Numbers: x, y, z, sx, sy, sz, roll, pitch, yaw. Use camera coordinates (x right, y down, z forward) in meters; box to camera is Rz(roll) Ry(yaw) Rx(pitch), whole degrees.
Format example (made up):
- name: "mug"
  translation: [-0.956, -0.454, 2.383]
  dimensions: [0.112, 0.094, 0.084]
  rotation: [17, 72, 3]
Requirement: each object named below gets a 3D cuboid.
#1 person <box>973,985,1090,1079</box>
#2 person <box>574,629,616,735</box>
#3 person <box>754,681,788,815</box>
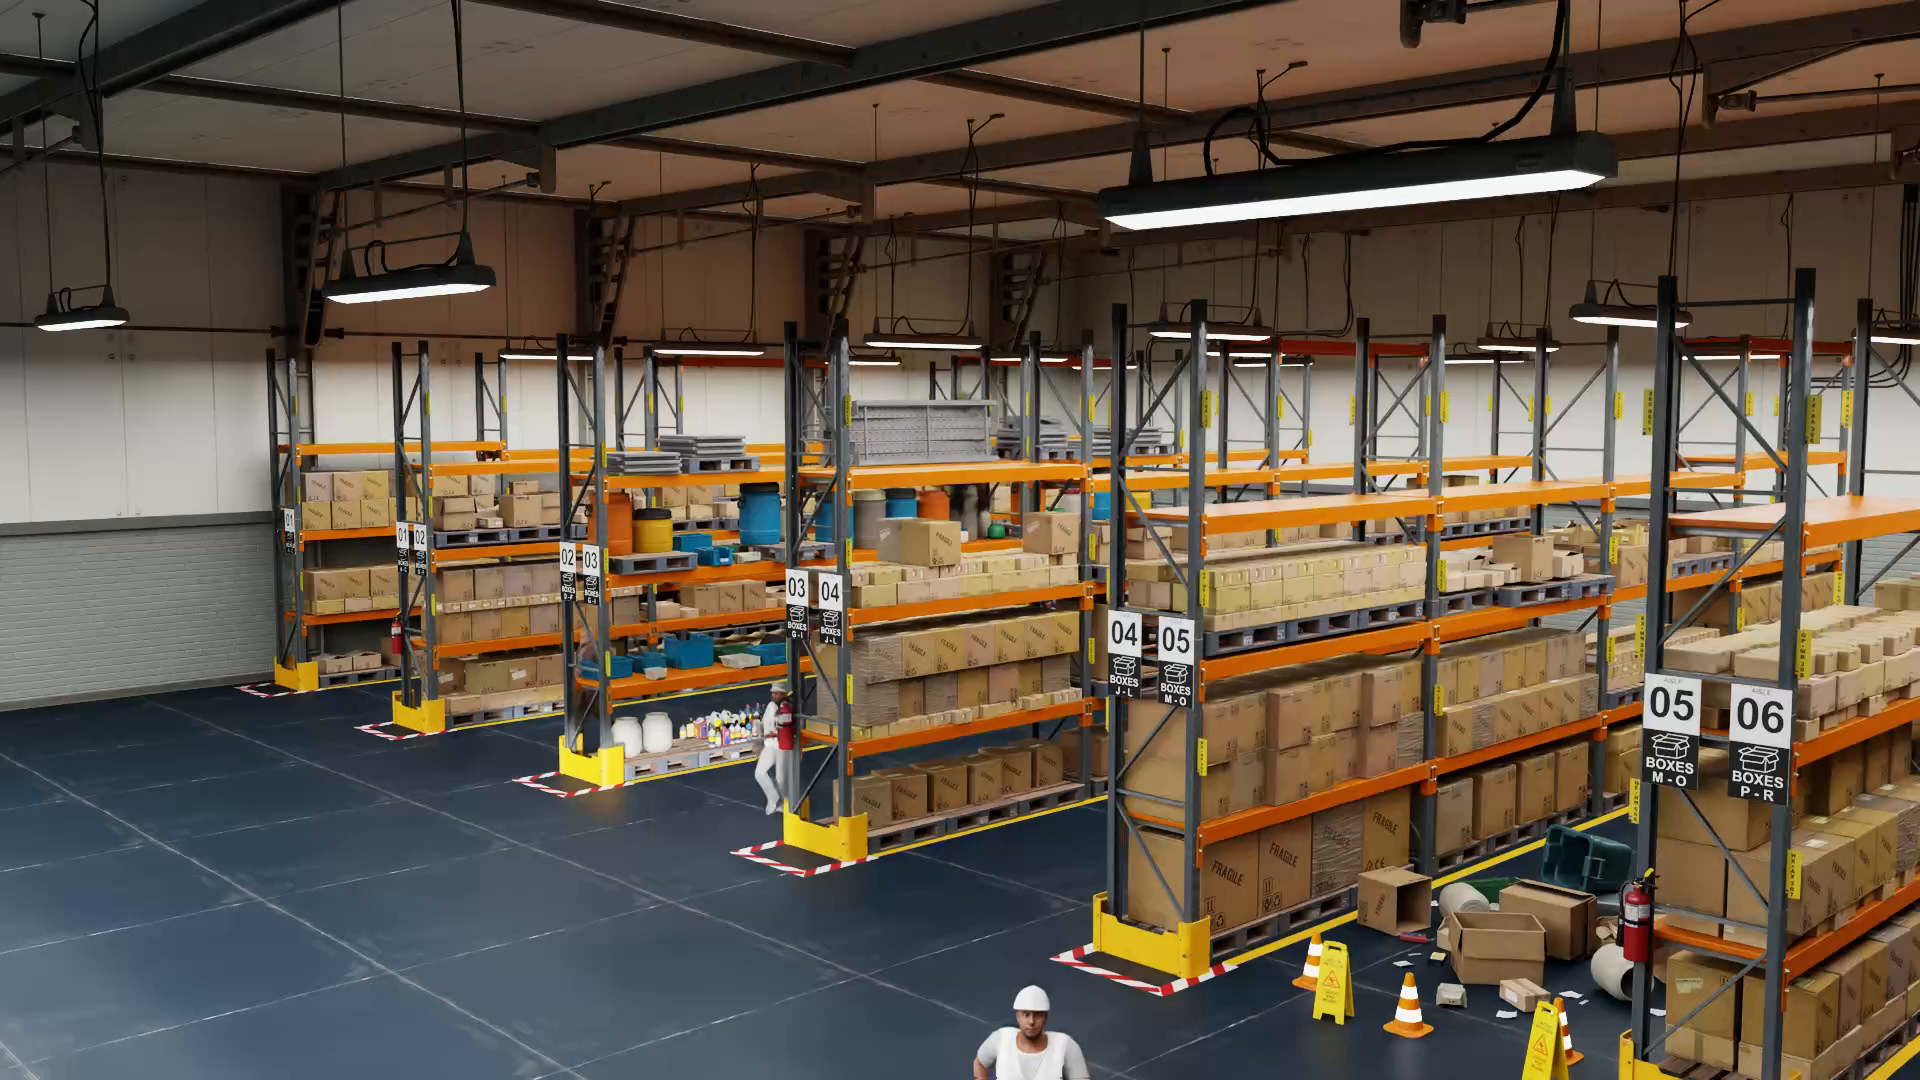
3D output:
- name: "person"
  translation: [0.409, 3.424, 9.516]
  dimensions: [0.685, 1.768, 1.000]
  rotation: [0, 5, 3]
- name: "person"
  translation: [-5.378, 2.149, 24.200]
  dimensions: [0.717, 1.758, 1.077]
  rotation: [4, 6, 35]
- name: "person"
  translation: [-2.277, 2.574, 20.515]
  dimensions: [0.581, 1.677, 0.653]
  rotation: [4, 6, 35]
